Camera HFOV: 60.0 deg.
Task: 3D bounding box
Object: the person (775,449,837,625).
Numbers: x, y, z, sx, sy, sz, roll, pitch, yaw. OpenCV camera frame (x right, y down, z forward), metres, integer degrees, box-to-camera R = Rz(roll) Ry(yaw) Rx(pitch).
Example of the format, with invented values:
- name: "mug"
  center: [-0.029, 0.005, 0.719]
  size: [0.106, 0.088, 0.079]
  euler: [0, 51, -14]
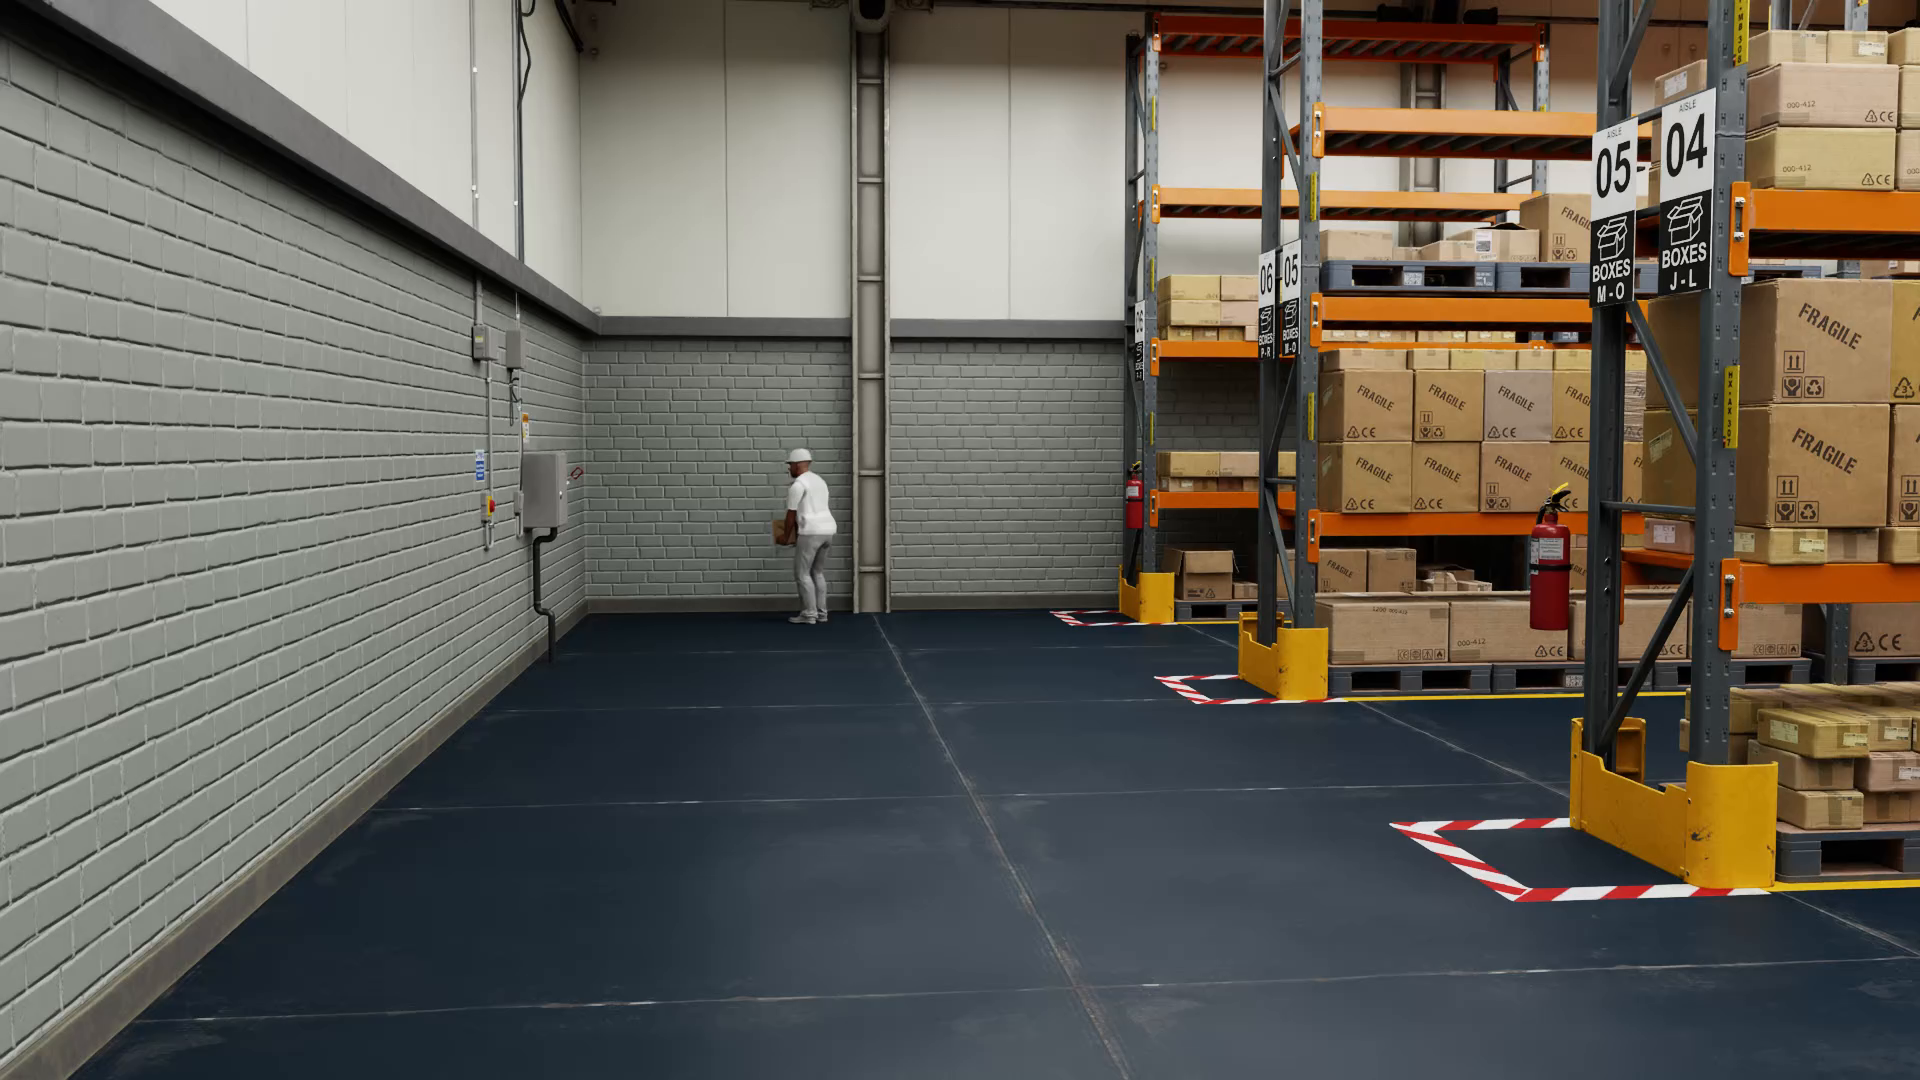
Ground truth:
- name: "person"
  center: [-1.550, -0.044, 16.586]
  size: [0.597, 1.736, 0.500]
  euler: [2, 4, 31]
